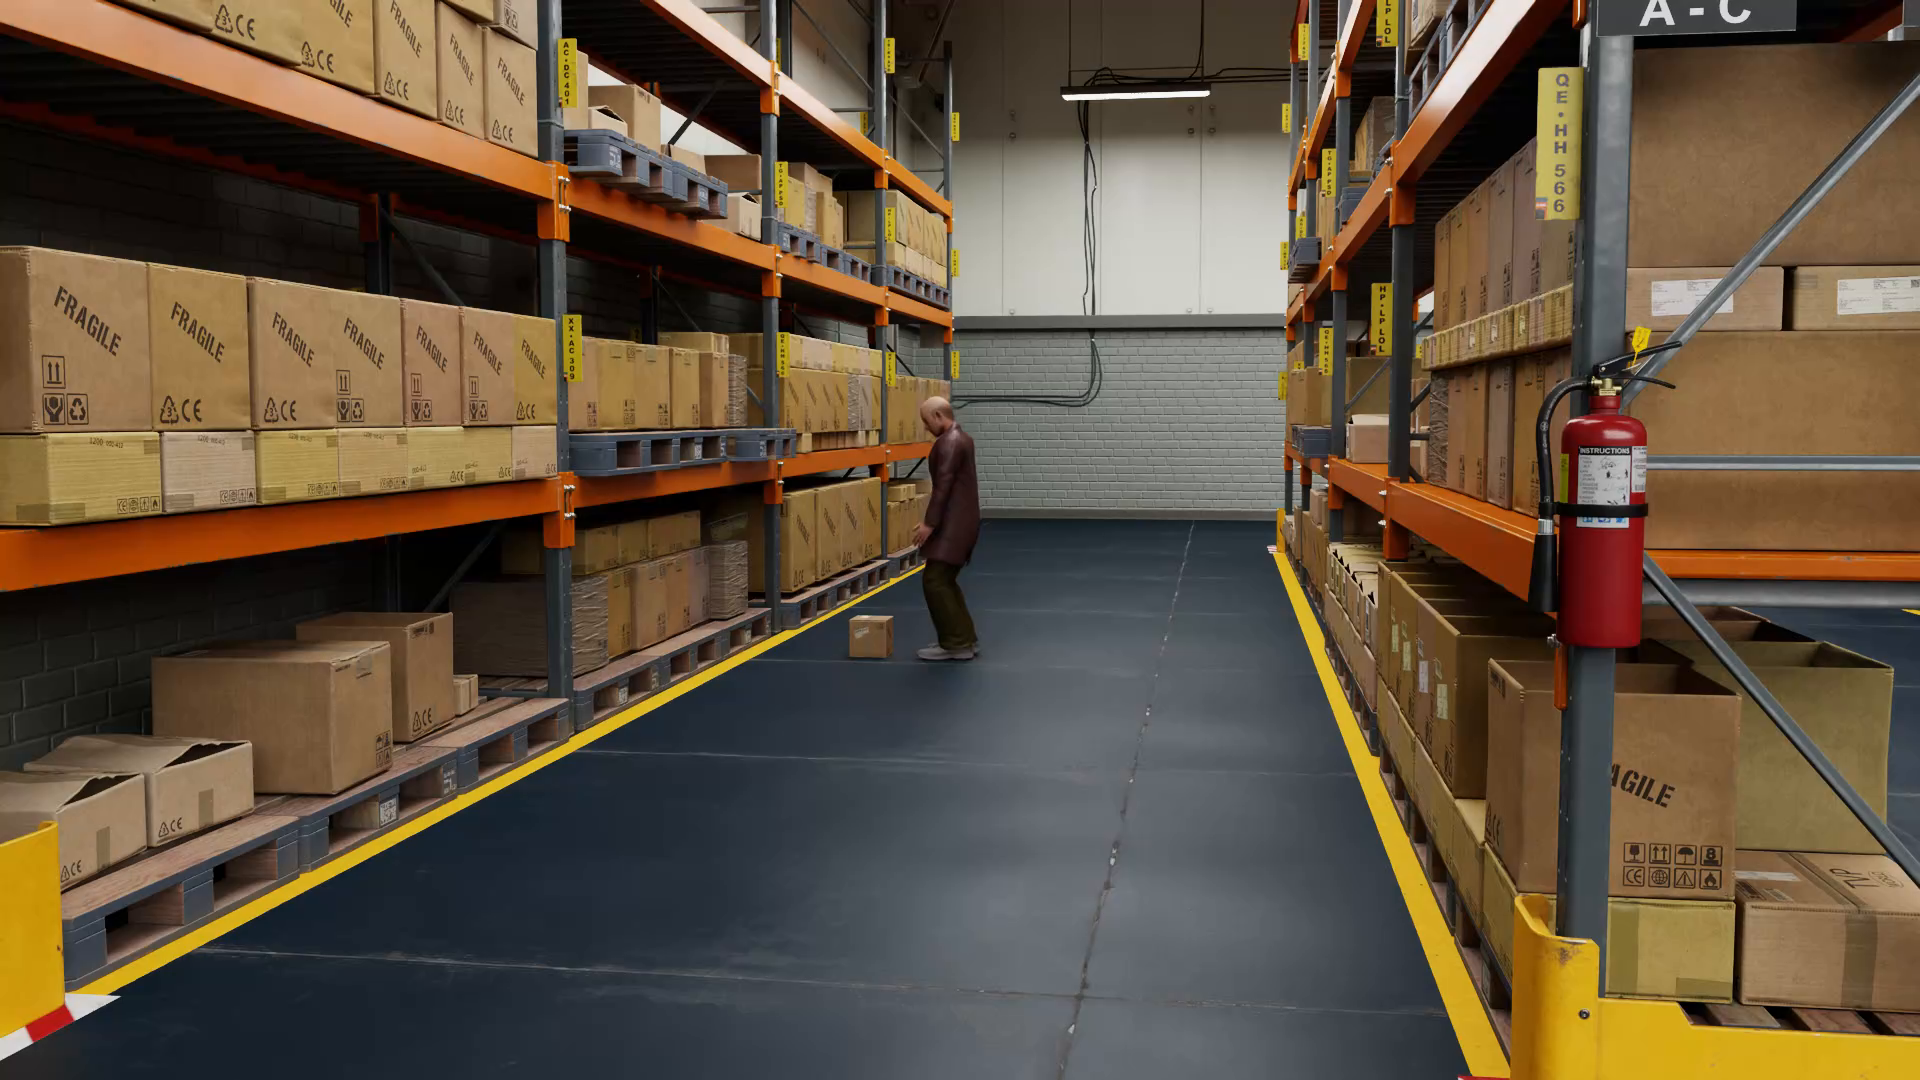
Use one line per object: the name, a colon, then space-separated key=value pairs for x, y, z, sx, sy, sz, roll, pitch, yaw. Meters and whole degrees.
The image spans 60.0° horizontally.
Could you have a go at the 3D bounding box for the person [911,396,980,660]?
person: x=-0.081 y=-0.080 z=10.982 sx=0.409 sy=1.737 sz=0.587 roll=1 pitch=4 yaw=10
